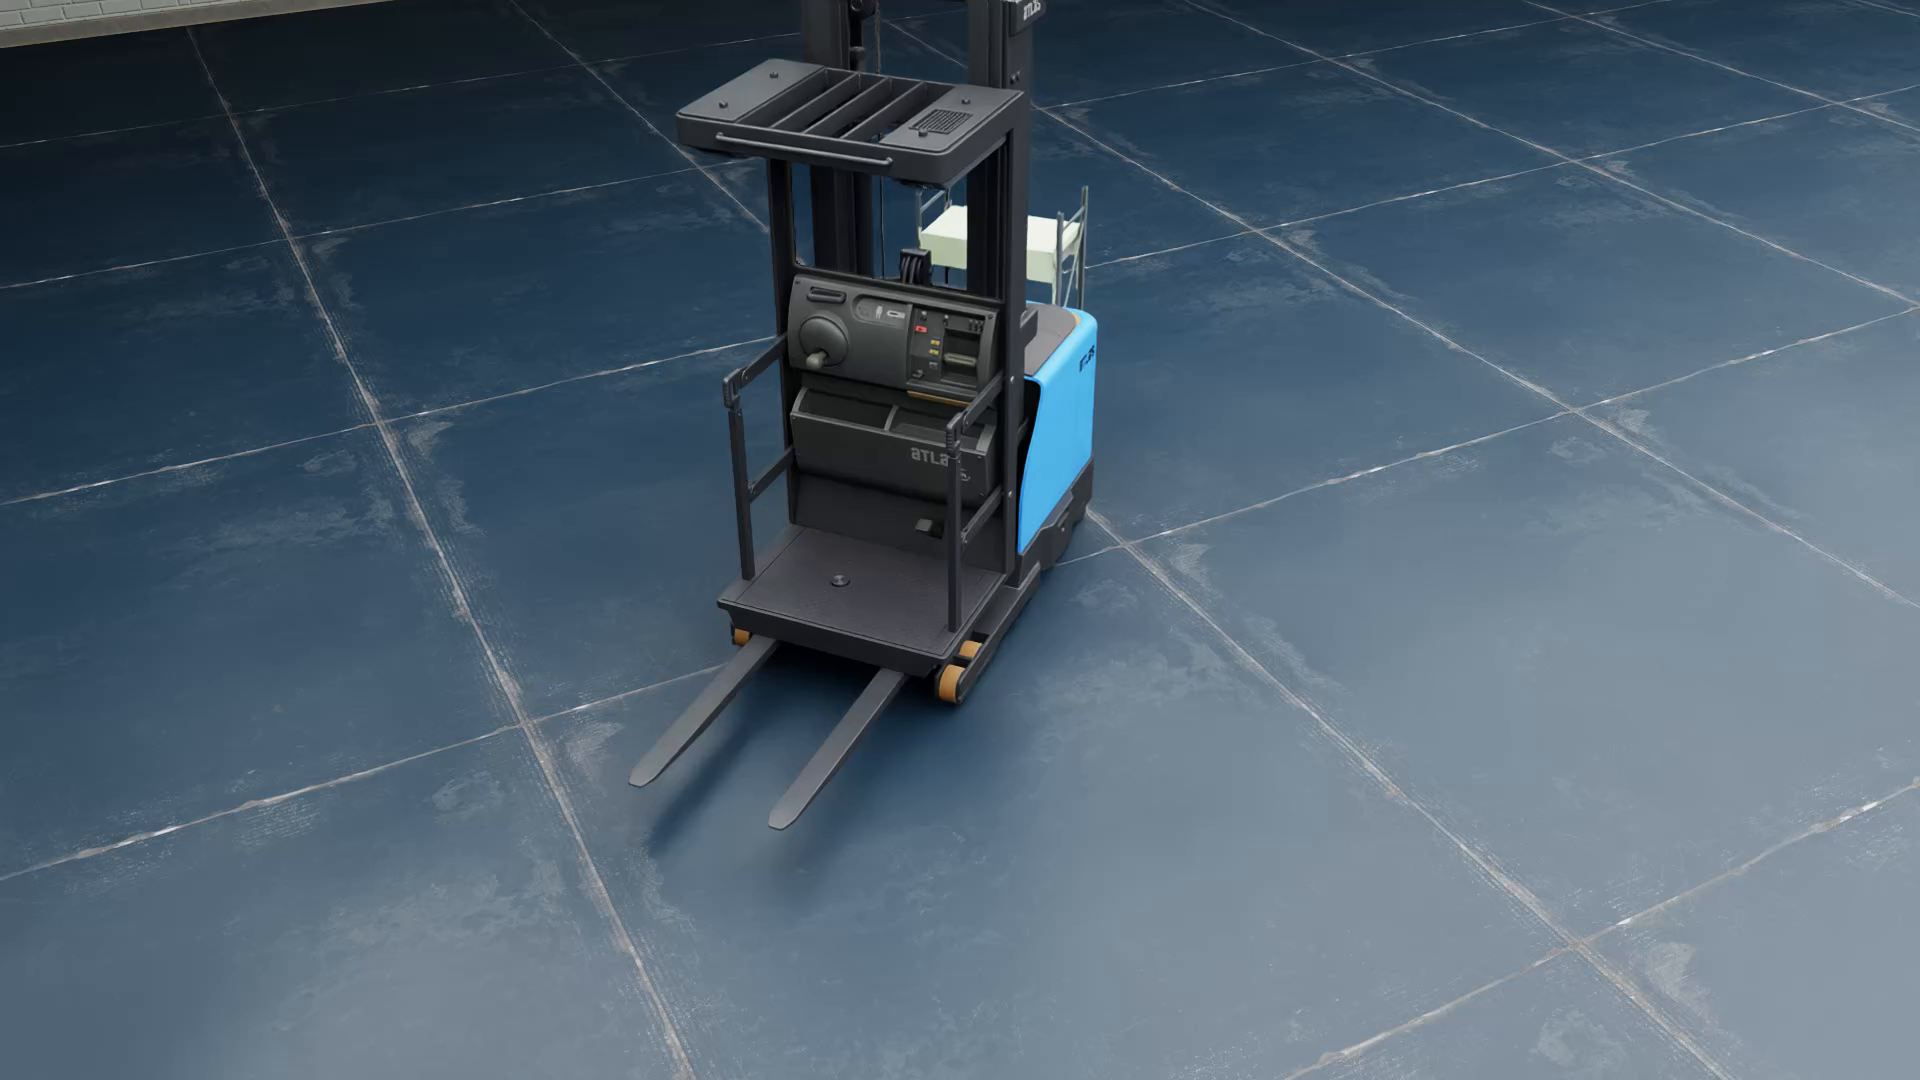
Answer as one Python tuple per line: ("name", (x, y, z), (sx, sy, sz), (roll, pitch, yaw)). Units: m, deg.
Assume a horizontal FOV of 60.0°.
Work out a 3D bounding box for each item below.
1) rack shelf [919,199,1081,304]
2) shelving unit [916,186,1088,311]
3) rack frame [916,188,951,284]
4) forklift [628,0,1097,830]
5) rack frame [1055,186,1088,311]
("rack shelf", (0.208, -1.416, 8.346), (0.720, 0.370, 0.431), (12, 35, 19))
("shelving unit", (0.208, -1.087, 8.557), (0.755, 1.500, 0.431), (12, 35, 19))
("rack frame", (-0.131, -1.162, 8.674), (0.023, 1.500, 0.400), (12, 35, 19))
("forklift", (-0.373, -0.794, 6.772), (1.130, 2.935, 3.031), (13, 35, 19))
("rack frame", (0.546, -1.013, 8.440), (0.023, 1.500, 0.400), (12, 35, 19))
